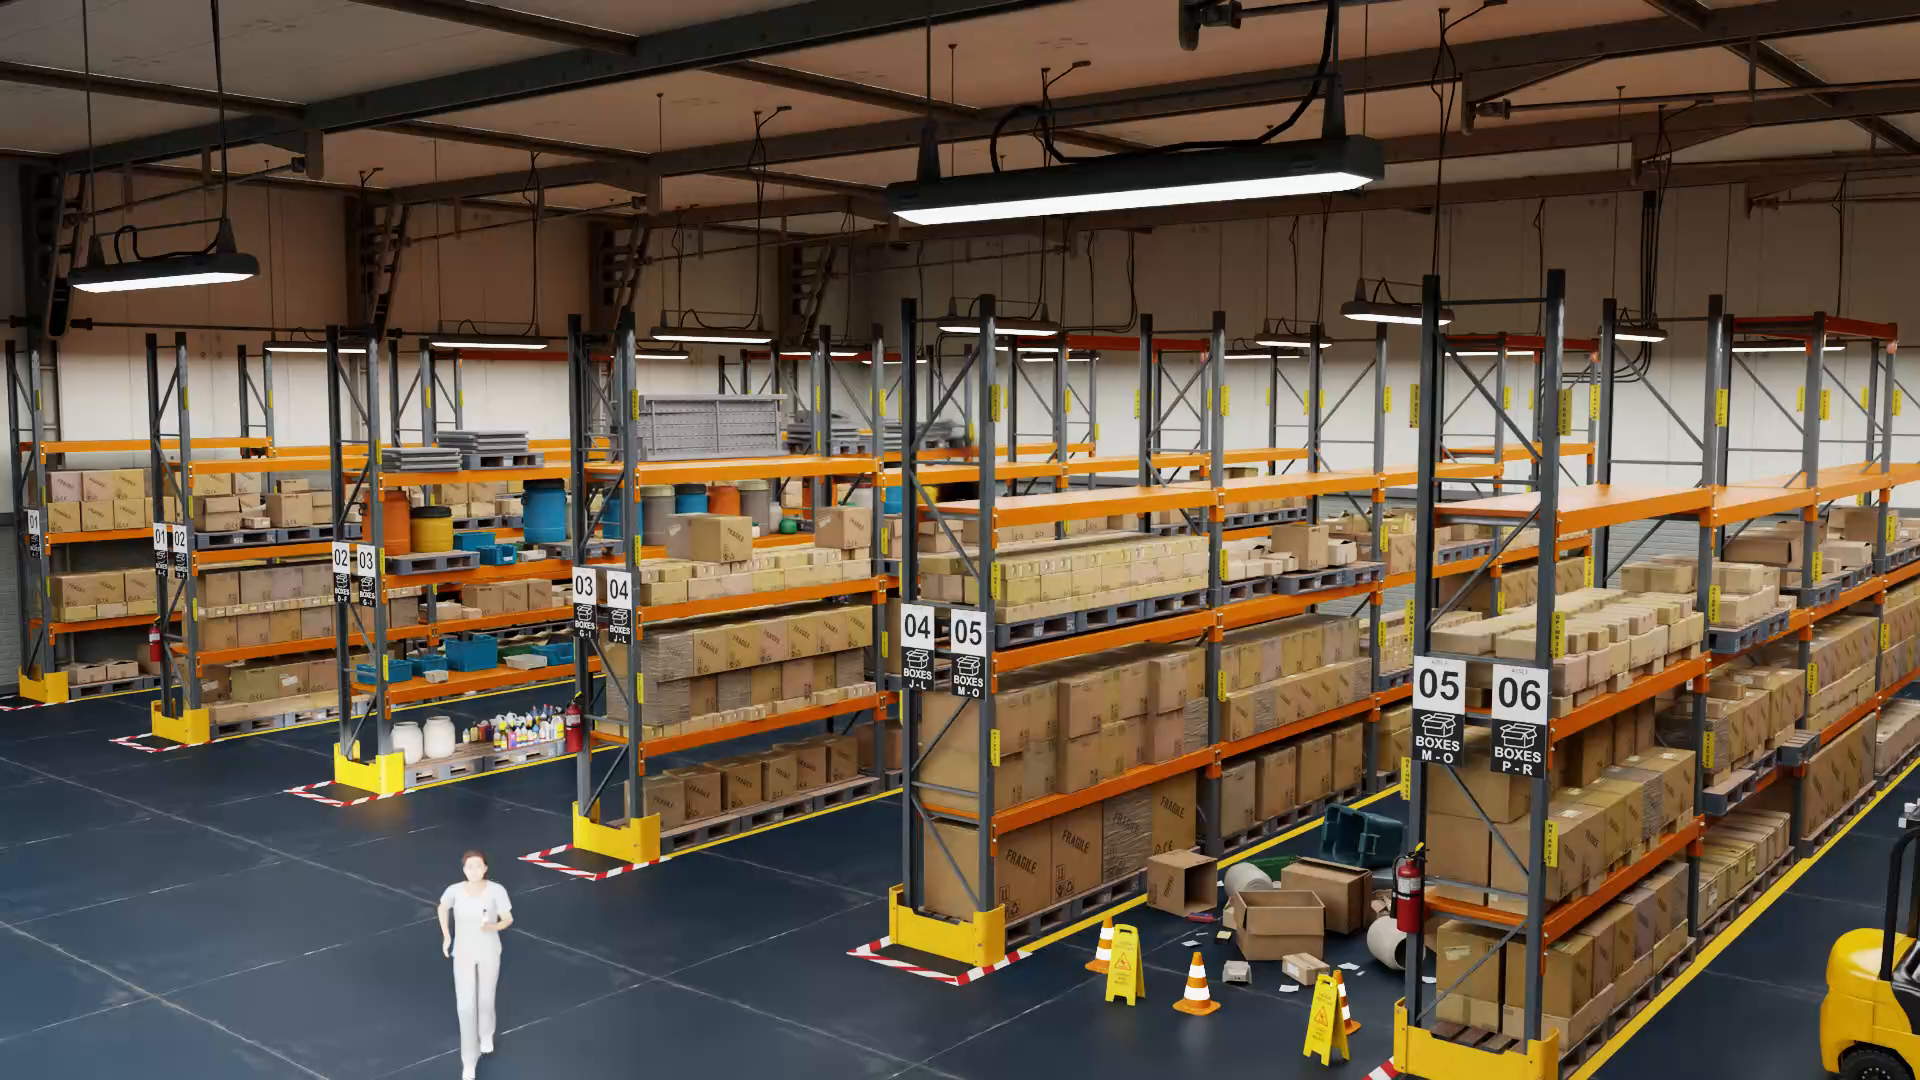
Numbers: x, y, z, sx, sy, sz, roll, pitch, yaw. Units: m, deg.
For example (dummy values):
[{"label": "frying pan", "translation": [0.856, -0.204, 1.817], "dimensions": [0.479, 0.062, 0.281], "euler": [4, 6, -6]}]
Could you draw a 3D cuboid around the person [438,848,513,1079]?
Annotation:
[{"label": "person", "translation": [-3.684, 3.194, 12.676], "dimensions": [0.555, 1.718, 0.753], "euler": [-1, 5, -15]}]
